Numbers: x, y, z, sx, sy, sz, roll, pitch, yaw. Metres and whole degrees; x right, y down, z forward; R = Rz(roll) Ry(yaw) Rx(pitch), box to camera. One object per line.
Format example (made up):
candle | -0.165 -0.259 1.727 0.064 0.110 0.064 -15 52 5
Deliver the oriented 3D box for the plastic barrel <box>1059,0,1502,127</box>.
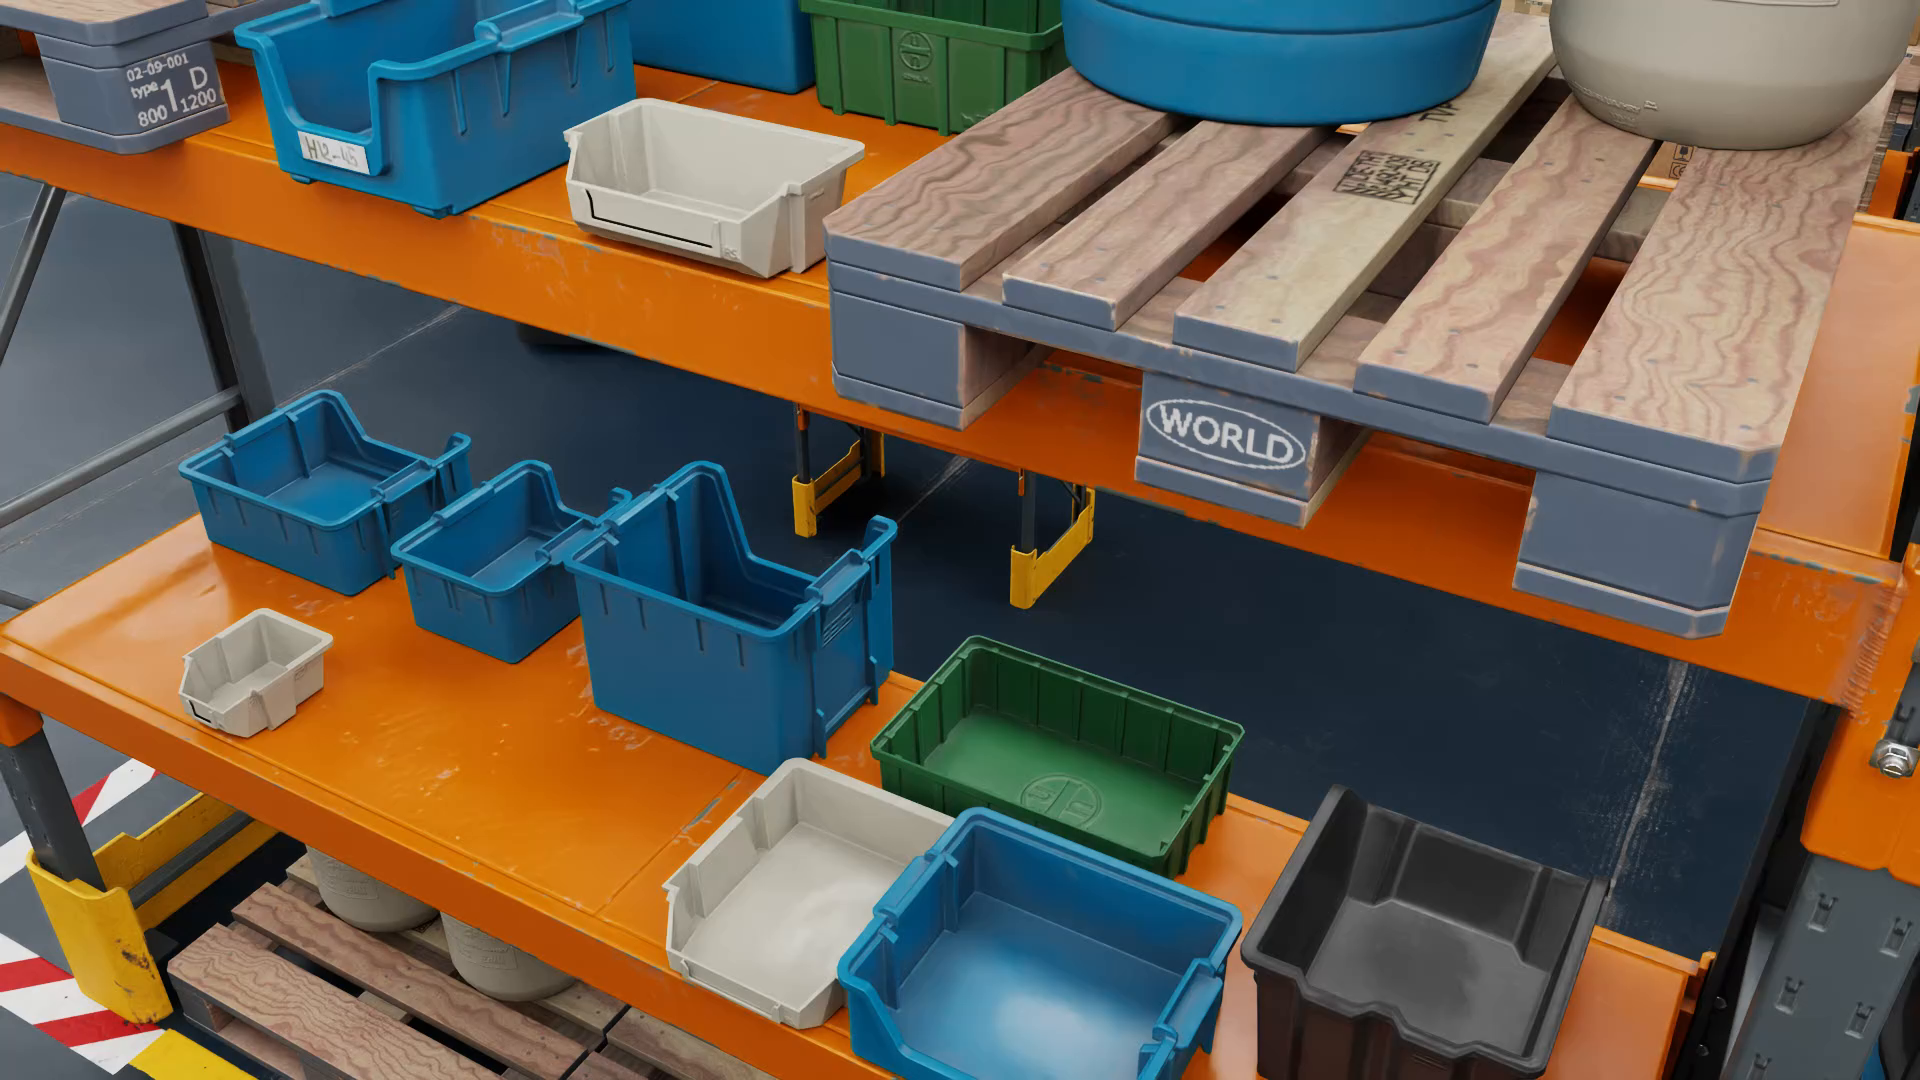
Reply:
plastic barrel | 0.431 -1.050 2.083 0.708 0.901 0.600 18 37 24

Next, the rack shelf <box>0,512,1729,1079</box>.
rack shelf | -0.494 0.657 3.707 4.000 0.370 1.077 18 37 24

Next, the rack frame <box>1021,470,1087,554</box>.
rack frame | 0.367 -0.508 6.160 0.032 1.500 0.500 18 37 24

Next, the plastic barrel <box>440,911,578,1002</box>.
plastic barrel | -1.186 0.950 4.483 0.421 0.512 0.421 0 34 0

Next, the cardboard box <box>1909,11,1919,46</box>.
cardboard box | 3.315 -2.176 6.051 0.500 0.500 0.700 18 38 25

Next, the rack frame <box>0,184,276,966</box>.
rack frame | -2.230 -0.193 4.333 0.127 3.000 1.000 18 37 24

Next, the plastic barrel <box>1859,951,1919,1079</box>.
plastic barrel | 1.428 0.951 2.164 0.708 0.901 0.600 18 37 24

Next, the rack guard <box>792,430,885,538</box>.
rack guard | -0.499 -0.262 6.918 0.087 0.250 0.587 18 37 24

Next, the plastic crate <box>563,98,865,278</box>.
plastic crate | -0.352 -0.478 2.294 0.396 0.136 0.243 18 37 24

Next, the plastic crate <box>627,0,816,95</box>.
plastic crate | -0.425 -1.055 2.936 0.575 0.384 0.392 18 37 24

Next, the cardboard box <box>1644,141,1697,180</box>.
cardboard box | 2.854 -1.778 6.623 0.500 0.500 0.700 17 37 24

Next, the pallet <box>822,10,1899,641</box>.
pallet | 0.568 -0.414 2.129 1.003 0.211 1.213 18 37 24

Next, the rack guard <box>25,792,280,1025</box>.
rack guard | -2.141 0.846 5.029 0.348 0.500 1.175 18 37 24

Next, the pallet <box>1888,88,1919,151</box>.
pallet | 5.557 -2.867 10.865 1.213 0.211 1.003 18 37 24

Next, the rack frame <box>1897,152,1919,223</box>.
rack frame | 3.703 -1.475 6.259 0.127 3.000 1.000 18 37 24

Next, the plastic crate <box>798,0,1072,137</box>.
plastic crate | 0.008 -0.818 2.757 0.450 0.188 0.336 18 37 24

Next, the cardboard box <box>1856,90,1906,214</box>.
cardboard box | 3.315 -1.636 6.410 0.500 0.500 0.700 17 37 23

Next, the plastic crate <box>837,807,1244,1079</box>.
plastic crate | 0.147 0.796 2.983 0.616 0.251 0.499 18 37 24

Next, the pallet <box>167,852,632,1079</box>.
pallet | -1.438 1.192 4.769 1.213 0.211 1.003 18 37 24

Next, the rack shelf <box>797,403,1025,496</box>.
rack shelf | -0.074 -0.498 6.469 1.000 0.185 0.538 18 37 24

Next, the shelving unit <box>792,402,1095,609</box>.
shelving unit | -0.066 -0.645 6.366 1.083 1.500 0.587 18 37 24

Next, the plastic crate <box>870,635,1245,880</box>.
plastic crate | 0.204 0.486 3.504 0.662 0.188 0.450 18 37 24

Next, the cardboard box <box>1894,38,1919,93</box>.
cardboard box | 3.361 -1.759 6.009 0.250 0.149 0.380 18 37 24

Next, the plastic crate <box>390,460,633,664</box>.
plastic crate | -1.086 0.044 4.112 0.408 0.251 0.499 18 37 24

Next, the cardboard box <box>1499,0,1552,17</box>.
cardboard box | 2.259 -2.109 6.535 0.250 0.149 0.380 19 38 26

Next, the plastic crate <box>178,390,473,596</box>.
plastic crate | -1.647 -0.137 4.384 0.616 0.251 0.499 18 37 24

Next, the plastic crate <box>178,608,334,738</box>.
plastic crate | -1.613 0.318 3.804 0.250 0.136 0.298 18 37 24

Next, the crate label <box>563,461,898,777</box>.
crate label | -0.498 0.169 3.759 0.616 0.435 0.502 18 37 24

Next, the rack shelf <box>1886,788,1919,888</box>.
rack shelf | 2.979 0.508 1.223 4.000 0.370 1.077 18 37 24

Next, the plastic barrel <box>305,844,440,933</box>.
plastic barrel | -1.621 0.812 4.690 0.421 0.512 0.421 0 34 0

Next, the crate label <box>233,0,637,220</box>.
crate label | -0.769 -0.706 2.531 0.408 0.251 0.502 18 37 24

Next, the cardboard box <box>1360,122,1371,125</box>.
cardboard box | 1.975 -2.058 7.044 0.500 0.500 0.700 19 38 26

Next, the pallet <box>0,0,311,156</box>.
pallet | -1.561 -1.088 3.142 1.213 0.211 1.003 18 37 24

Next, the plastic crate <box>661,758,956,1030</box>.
plastic crate | -0.293 0.692 3.242 0.437 0.136 0.530 18 37 24

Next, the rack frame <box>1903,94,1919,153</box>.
rack frame | 6.158 -3.860 9.841 0.127 3.000 1.000 18 37 24

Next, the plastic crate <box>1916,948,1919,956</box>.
plastic crate | 1.815 0.867 2.685 0.583 0.464 0.402 18 37 24

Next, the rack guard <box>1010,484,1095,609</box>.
rack guard | 0.366 0.012 6.507 0.087 0.250 0.587 18 37 24

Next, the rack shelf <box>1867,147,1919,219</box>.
rack shelf | 1.967 -1.726 7.285 4.000 0.370 1.077 18 37 24

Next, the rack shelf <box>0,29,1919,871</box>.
rack shelf | -0.494 -0.592 2.875 4.000 0.370 1.077 18 37 24

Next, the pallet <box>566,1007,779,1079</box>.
pallet | -0.383 1.528 4.265 1.213 0.211 1.003 18 37 24

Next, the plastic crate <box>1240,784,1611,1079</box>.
plastic crate | 0.851 0.728 3.006 0.504 0.338 0.767 18 37 24

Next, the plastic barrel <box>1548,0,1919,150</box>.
plastic barrel | 0.966 -0.775 2.022 0.421 0.512 0.421 0 34 0

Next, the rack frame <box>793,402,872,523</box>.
rack frame | -0.515 -0.788 6.579 0.032 1.500 0.500 18 37 24

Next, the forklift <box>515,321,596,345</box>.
forklift | -1.578 -2.935 8.513 1.130 2.935 3.031 1 34 2
